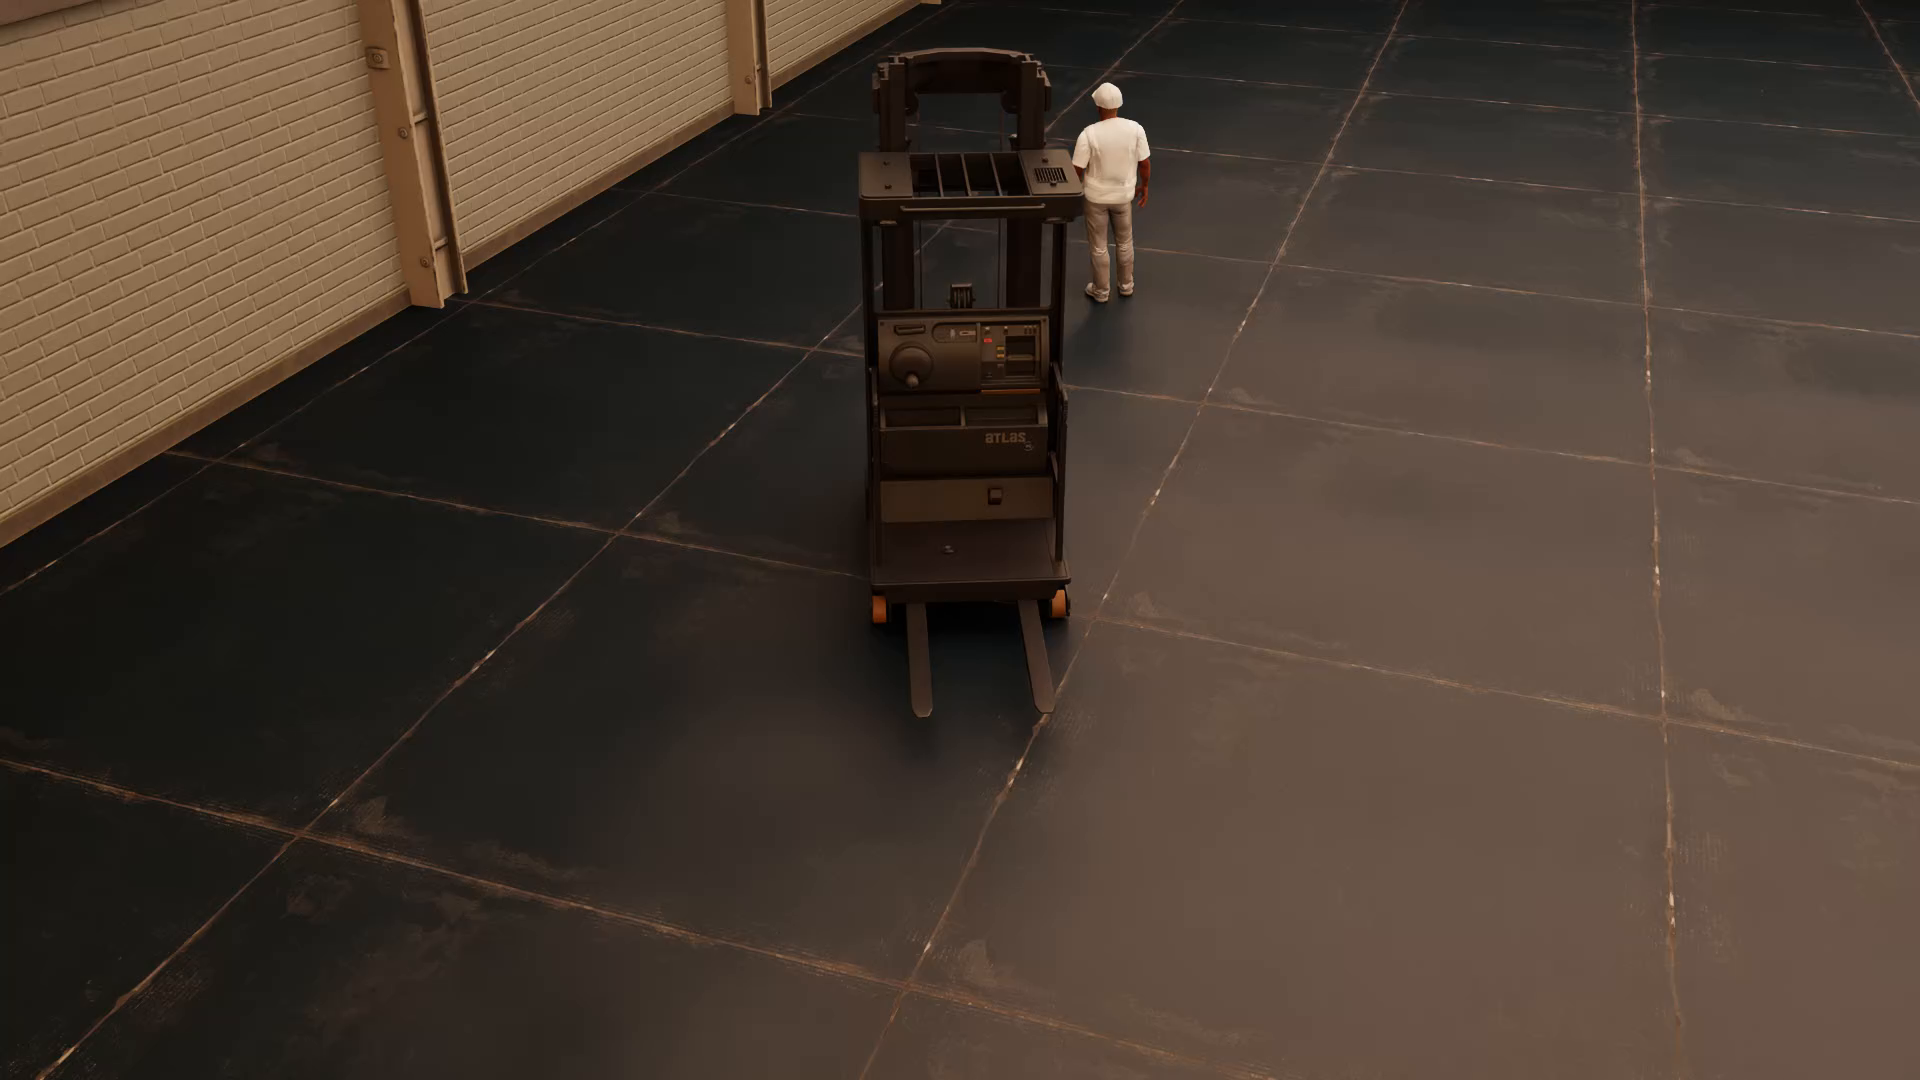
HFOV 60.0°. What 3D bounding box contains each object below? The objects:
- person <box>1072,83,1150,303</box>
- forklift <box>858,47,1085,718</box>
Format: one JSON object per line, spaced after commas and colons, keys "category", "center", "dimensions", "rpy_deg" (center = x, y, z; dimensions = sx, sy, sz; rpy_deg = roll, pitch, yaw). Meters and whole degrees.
{"category": "person", "center": [1.152, -2.749, 13.120], "dimensions": [0.665, 1.767, 0.576], "rpy_deg": [-5, 30, -8]}
{"category": "forklift", "center": [0.035, -0.972, 8.842], "dimensions": [1.130, 2.935, 3.031], "rpy_deg": [-2, 30, -3]}
